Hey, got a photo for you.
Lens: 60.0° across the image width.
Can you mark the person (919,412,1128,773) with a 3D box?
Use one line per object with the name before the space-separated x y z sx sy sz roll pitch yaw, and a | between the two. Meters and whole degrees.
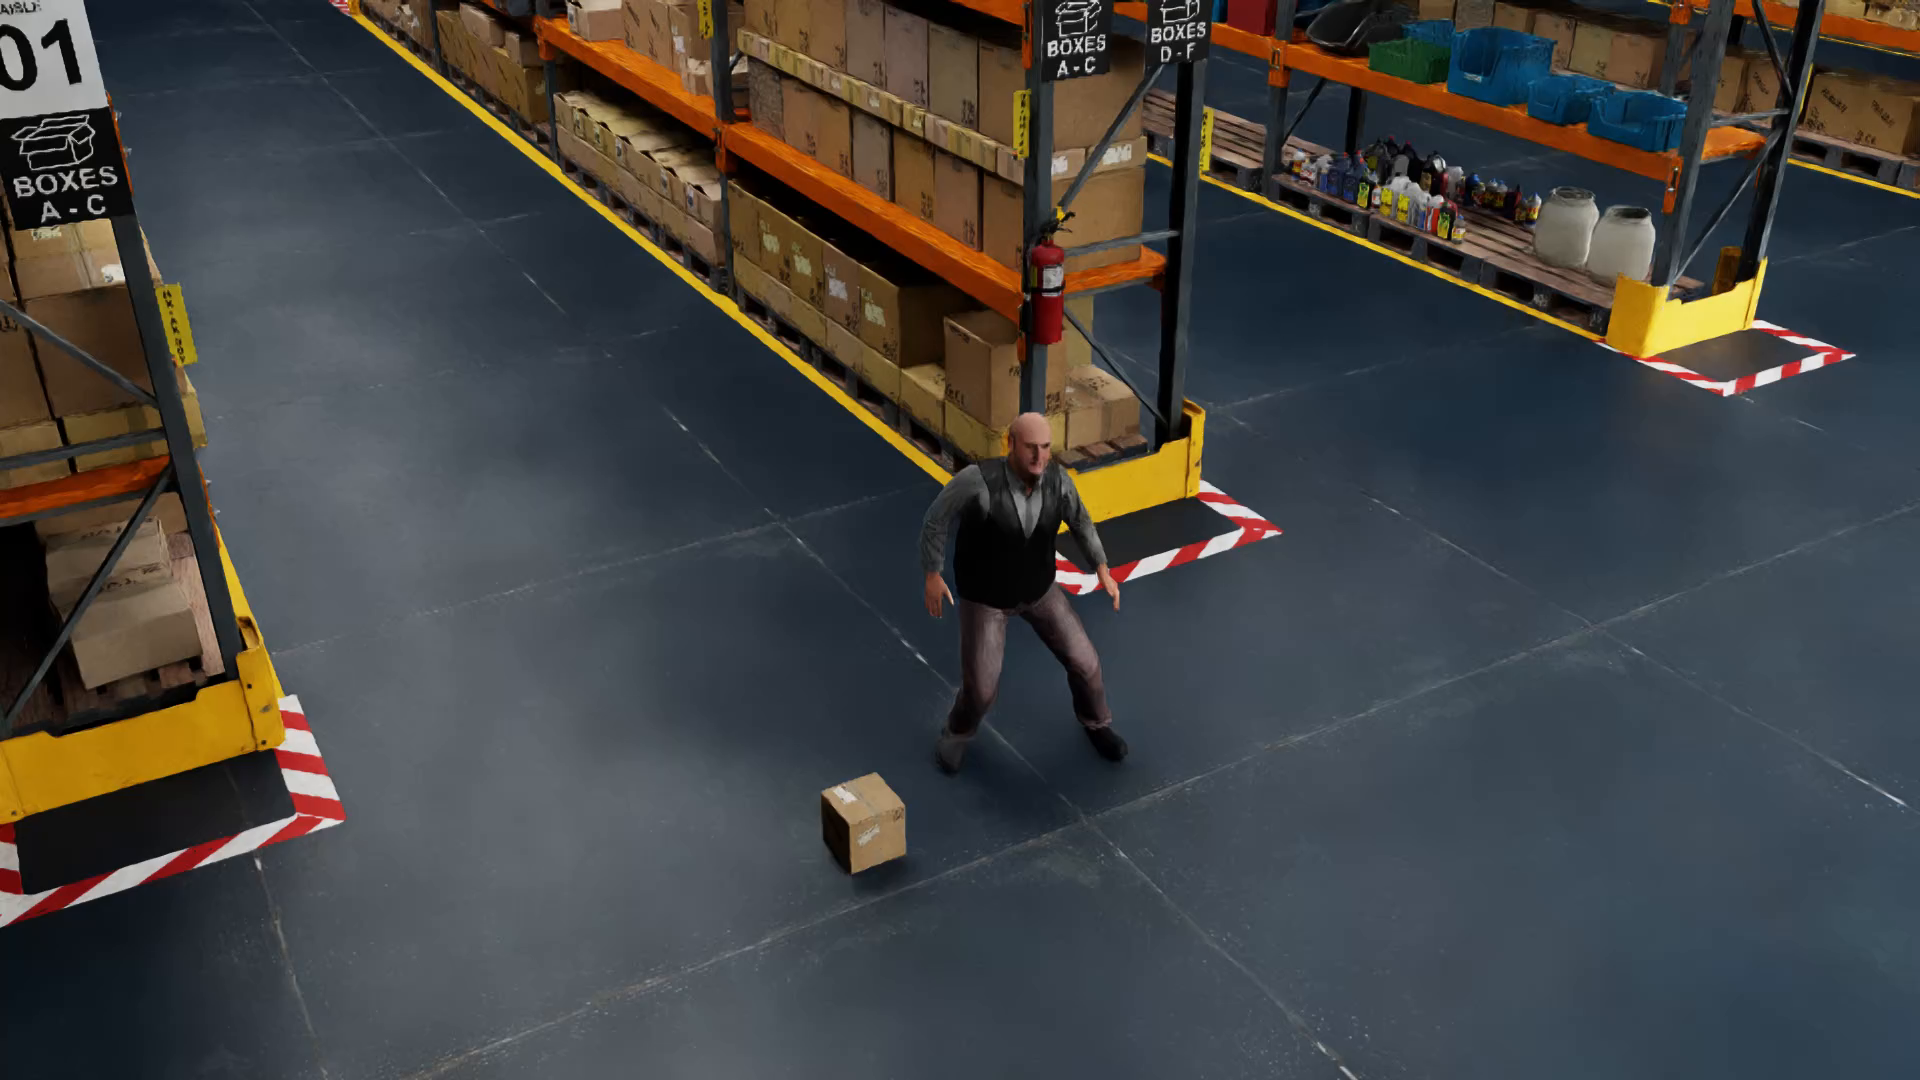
person | 0.274 0.210 6.930 0.828 1.586 0.548 -9 30 -17
